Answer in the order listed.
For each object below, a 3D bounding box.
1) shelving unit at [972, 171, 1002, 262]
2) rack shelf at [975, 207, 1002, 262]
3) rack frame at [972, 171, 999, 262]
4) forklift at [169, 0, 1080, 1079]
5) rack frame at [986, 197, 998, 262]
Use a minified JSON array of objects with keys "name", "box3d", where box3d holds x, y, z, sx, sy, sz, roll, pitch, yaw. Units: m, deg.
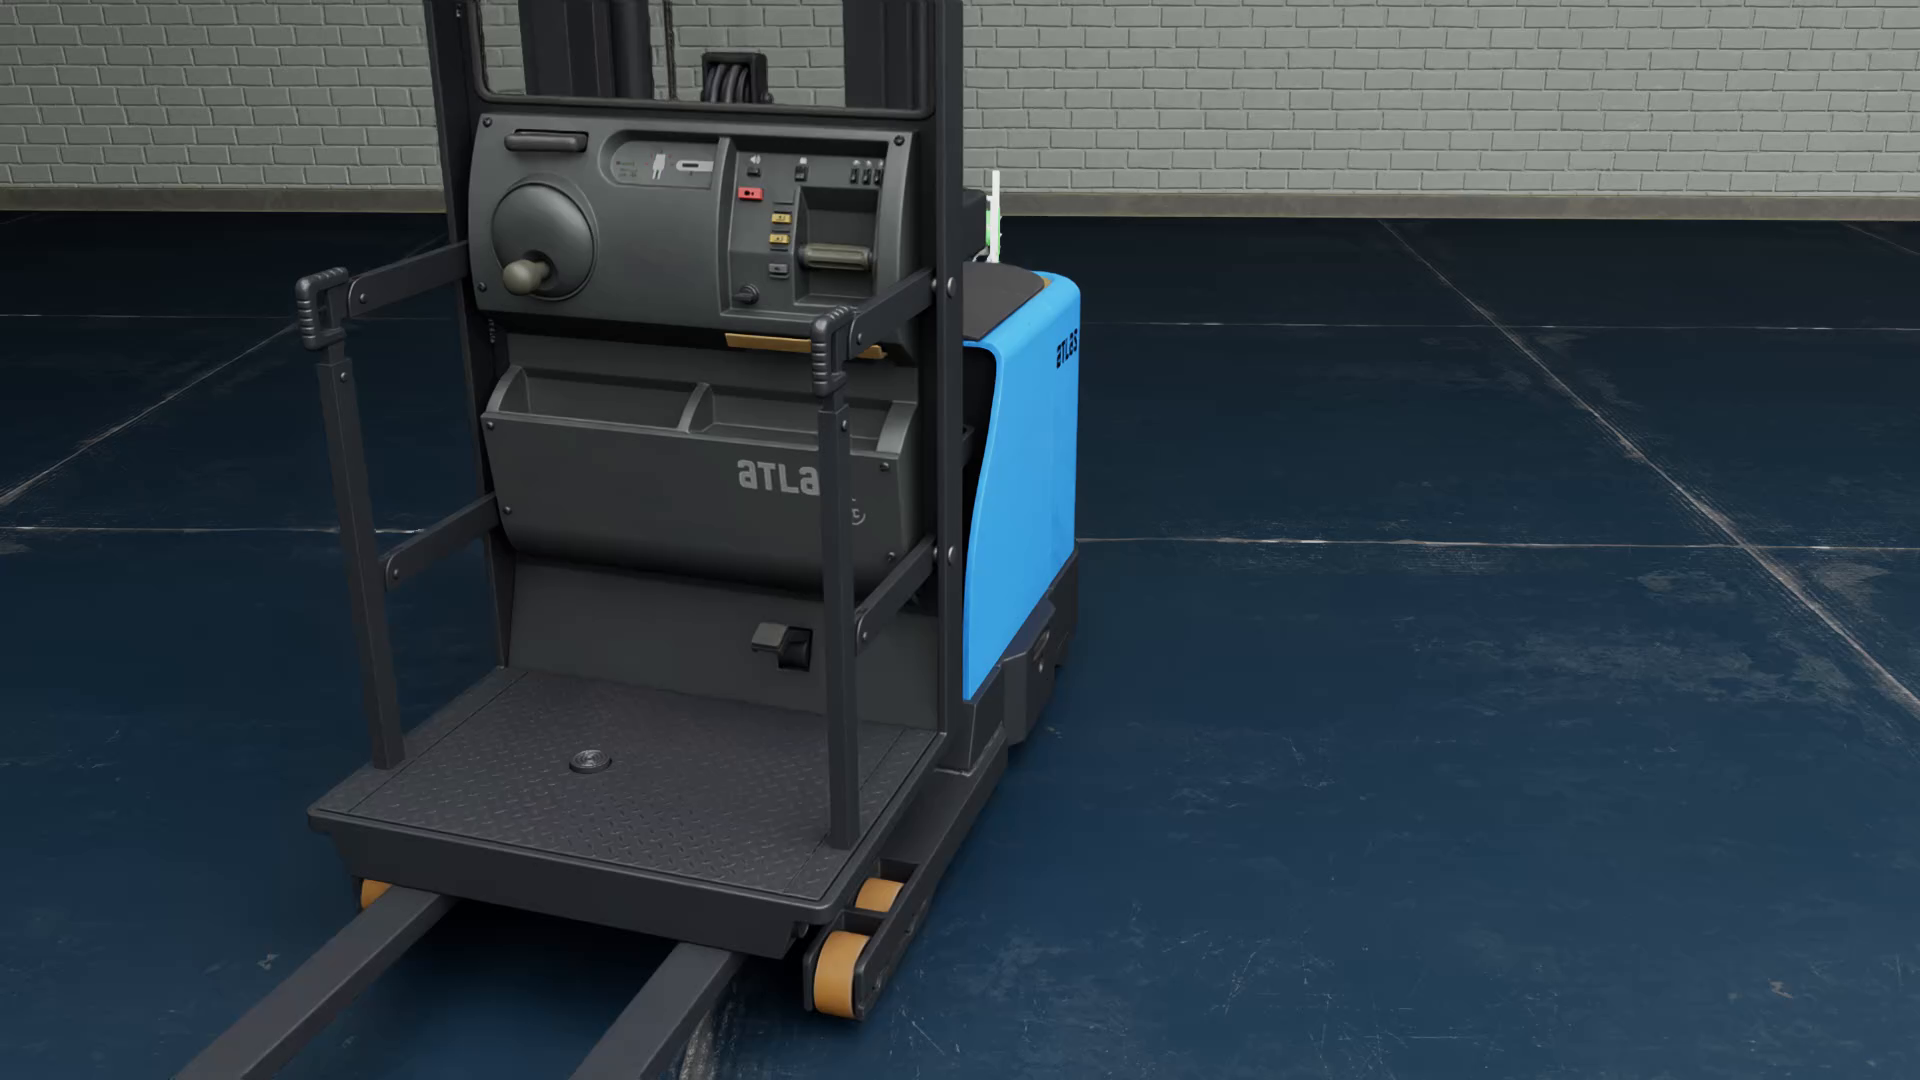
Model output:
[{"name":"shelving unit","box3d":[-0.005,-0.500,5.158,0.258,1.200,0.503,1,21,2]},{"name":"rack shelf","box3d":[-0.005,-0.887,5.007,0.258,0.148,0.480,1,21,2]},{"name":"rack frame","box3d":[0.002,-0.588,5.385,0.240,1.200,0.015,1,21,2]},{"name":"forklift","box3d":[-0.603,-0.615,3.061,1.130,2.935,3.031,7,22,16]},{"name":"rack frame","box3d":[-0.012,-0.411,4.930,0.240,1.200,0.015,1,21,2]}]
